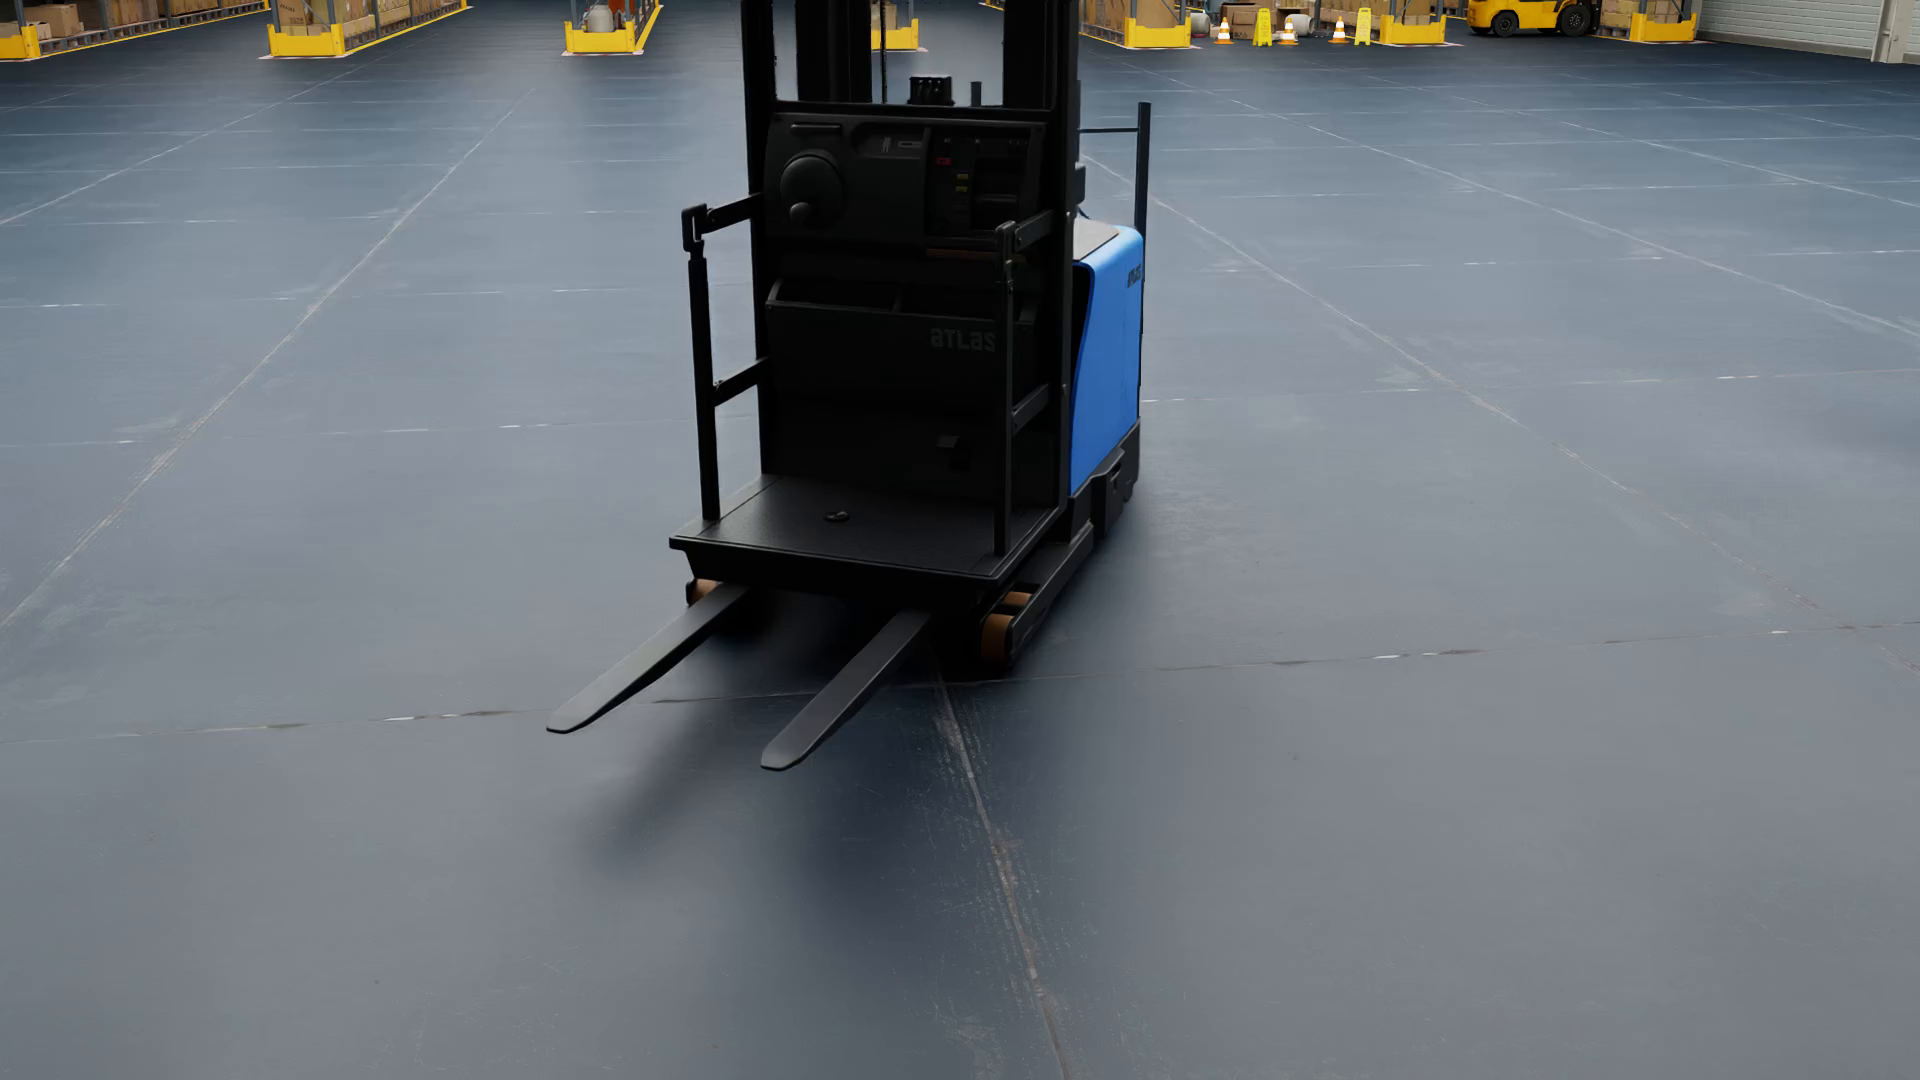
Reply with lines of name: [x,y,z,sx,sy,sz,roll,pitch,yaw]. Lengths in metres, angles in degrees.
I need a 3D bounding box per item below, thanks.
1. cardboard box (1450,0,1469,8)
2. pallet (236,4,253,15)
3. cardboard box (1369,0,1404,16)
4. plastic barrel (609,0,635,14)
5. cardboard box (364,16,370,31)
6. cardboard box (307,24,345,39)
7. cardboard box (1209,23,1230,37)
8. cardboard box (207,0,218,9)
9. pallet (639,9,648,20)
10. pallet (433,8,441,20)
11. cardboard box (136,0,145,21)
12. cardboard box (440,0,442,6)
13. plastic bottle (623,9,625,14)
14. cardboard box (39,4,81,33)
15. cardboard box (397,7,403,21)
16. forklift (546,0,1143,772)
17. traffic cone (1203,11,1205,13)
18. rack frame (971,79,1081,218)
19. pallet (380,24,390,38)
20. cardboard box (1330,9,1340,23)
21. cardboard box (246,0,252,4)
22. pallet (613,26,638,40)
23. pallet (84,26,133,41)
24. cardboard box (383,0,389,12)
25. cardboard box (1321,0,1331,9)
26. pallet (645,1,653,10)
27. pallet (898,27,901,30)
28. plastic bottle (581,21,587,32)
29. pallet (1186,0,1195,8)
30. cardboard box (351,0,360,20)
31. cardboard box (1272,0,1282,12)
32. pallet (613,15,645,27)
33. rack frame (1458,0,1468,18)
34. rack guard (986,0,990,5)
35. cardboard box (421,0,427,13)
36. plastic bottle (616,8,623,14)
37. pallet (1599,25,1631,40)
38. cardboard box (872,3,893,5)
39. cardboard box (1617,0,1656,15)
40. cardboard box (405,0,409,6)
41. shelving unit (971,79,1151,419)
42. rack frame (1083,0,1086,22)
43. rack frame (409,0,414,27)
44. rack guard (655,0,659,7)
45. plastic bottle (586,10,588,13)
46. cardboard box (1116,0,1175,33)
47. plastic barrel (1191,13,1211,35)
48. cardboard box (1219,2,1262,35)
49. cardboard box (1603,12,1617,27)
cardboard box: [11.960,-12.884,39.397,0.500,0.500,0.500,-2,21,-6]
pallet: [-17.977,-12.991,40.696,1.003,0.211,1.213,-3,21,-8]
cardboard box: [8.102,-10.225,31.564,0.500,0.500,0.500,-3,21,-7]
plastic barrel: [-7.473,-12.070,36.746,0.600,0.830,0.708,-3,21,-8]
cardboard box: [-11.365,-9.673,31.158,0.500,0.250,0.500,-3,21,-8]
cardboard box: [-10.991,-8.808,28.842,0.500,0.250,0.500,-3,21,-8]
cardboard box: [5.086,-10.018,32.660,0.396,0.266,0.258,1,20,2]
cardboard box: [-17.543,-12.578,38.077,0.750,0.750,0.750,-3,21,-7]
pallet: [-7.713,-12.107,38.331,1.003,0.211,1.213,-3,21,-8]
pallet: [-12.709,-12.271,38.771,1.003,0.211,1.213,-3,21,-8]
cardboard box: [-17.074,-10.826,33.858,0.700,0.500,0.500,-3,21,-8]
cardboard box: [-12.711,-12.960,39.843,0.500,0.311,0.500,-3,21,-8]
plastic bottle: [-6.356,-9.915,31.632,0.144,0.351,0.185,-3,21,-8]
cardboard box: [-16.423,-9.514,30.347,0.500,0.500,0.500,-4,21,-12]
cardboard box: [-11.823,-10.859,34.332,0.500,0.250,0.500,-2,21,-7]
forklift: [-0.251,-1.140,5.078,1.130,2.935,3.031,7,22,18]
traffic cone: [5.303,-11.306,35.826,0.336,0.463,0.334,-3,21,-8]
rack frame: [0.296,-1.352,7.693,0.500,1.500,0.032,-4,21,-11]
pallet: [-11.856,-10.035,32.781,1.003,0.211,1.213,-3,21,-8]
cardboard box: [7.805,-10.592,33.619,0.500,0.250,0.500,-2,21,-5]
cardboard box: [-18.070,-13.607,41.332,0.700,0.500,0.500,-3,21,-8]
pallet: [-6.753,-9.795,32.141,1.003,0.211,1.213,-3,21,-8]
pallet: [-16.726,-9.800,32.153,1.003,0.211,1.213,-3,21,-8]
cardboard box: [-11.591,-10.588,32.807,0.500,0.311,0.500,-3,21,-8]
cardboard box: [7.717,-11.128,33.981,0.500,0.500,0.500,-2,21,-5]
pallet: [-8.285,-13.476,41.995,1.003,0.211,1.213,-3,21,-8]
pallet: [-1.597,-9.626,31.686,1.003,0.211,1.213,-3,21,-8]
plastic bottle: [-6.931,-9.460,30.629,0.097,0.201,0.097,0,20,0]
pallet: [6.534,-14.240,44.041,1.003,0.211,1.213,-3,21,-8]
cardboard box: [-11.205,-9.679,30.102,0.500,0.500,0.500,-3,21,-8]
cardboard box: [7.508,-11.985,37.174,0.950,0.372,0.625,-3,21,-9]
pallet: [-7.312,-11.145,35.754,1.003,0.211,1.213,-3,21,-8]
rack frame: [12.234,-13.722,38.670,1.000,3.000,0.127,-3,21,-8]
rack guard: [1.296,-14.759,45.017,1.175,0.500,0.348,-3,21,-8]
cardboard box: [-12.219,-12.035,37.095,0.500,0.500,0.500,-3,21,-8]
plastic bottle: [-6.573,-10.086,32.090,0.144,0.351,0.185,-3,21,-8]
pallet: [13.235,-9.909,32.445,1.003,0.211,1.213,-3,21,-8]
cardboard box: [-1.524,-9.649,30.736,0.500,0.500,0.500,2,21,6]
cardboard box: [13.007,-10.248,31.983,0.500,0.250,0.500,-3,21,-8]
cardboard box: [-11.968,-11.475,35.181,0.500,0.311,0.500,-2,21,-6]
shelving unit: [0.400,-1.178,7.226,0.538,1.500,1.048,-4,21,-11]
rack frame: [3.015,-11.801,33.526,1.000,3.000,0.127,-3,21,-8]
rack frame: [-12.288,-12.473,35.324,1.000,3.000,0.127,-3,21,-8]
rack guard: [-8.555,-14.328,43.863,1.175,0.500,0.348,-3,21,-8]
plastic bottle: [-7.015,-9.788,31.294,0.144,0.351,0.185,-3,21,-8]
cardboard box: [3.429,-9.849,30.736,0.875,0.875,0.875,-3,21,-7]
plastic barrel: [4.697,-10.279,33.132,0.512,0.421,0.421,12,24,30]
cardboard box: [5.574,-10.399,33.145,0.797,0.637,0.503,-3,21,-8]
cardboard box: [12.944,-10.181,32.517,0.500,0.250,0.500,-3,21,-8]
